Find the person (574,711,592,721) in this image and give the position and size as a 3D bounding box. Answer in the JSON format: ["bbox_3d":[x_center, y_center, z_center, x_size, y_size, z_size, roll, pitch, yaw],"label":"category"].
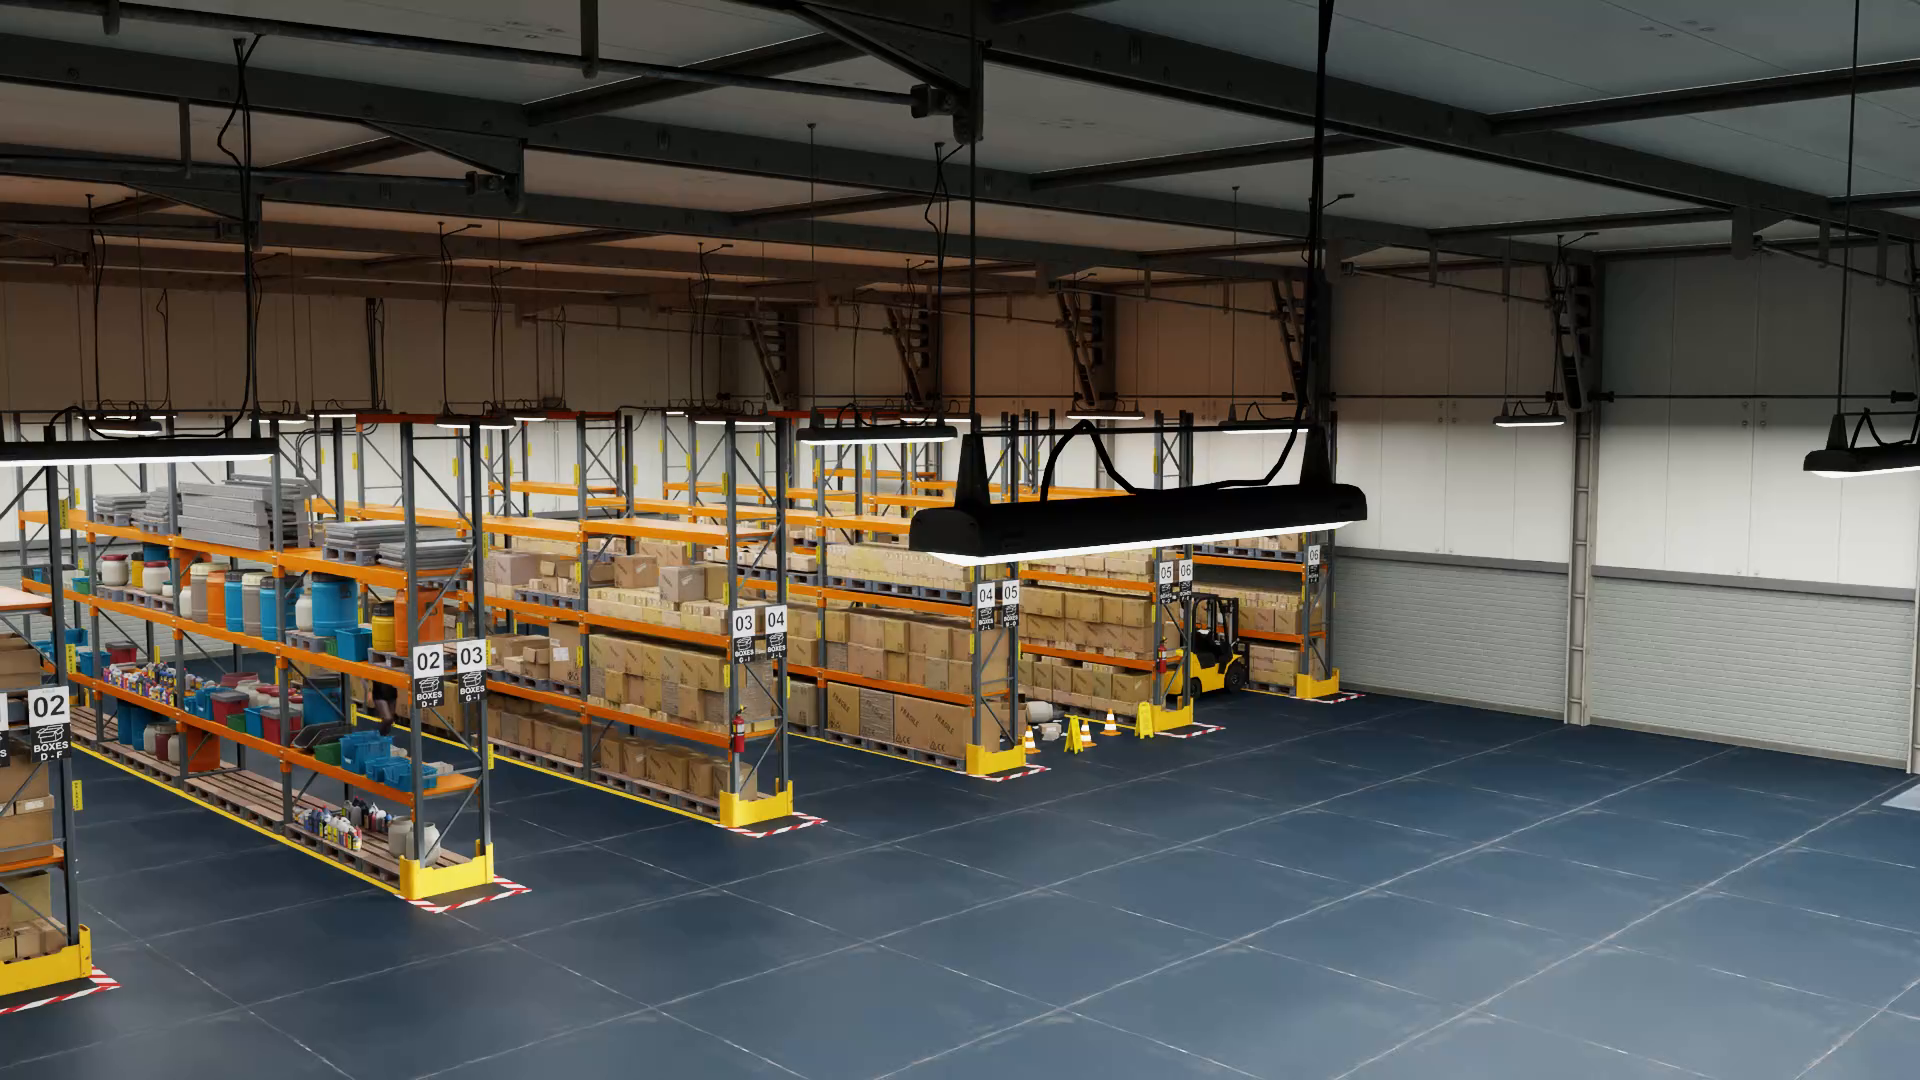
[{"bbox_3d":[-6.985,2.782,31.498,0.871,1.614,0.679,2,5,22],"label":"person"}]

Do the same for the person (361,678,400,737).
[{"bbox_3d":[-10.289,2.895,29.760,0.724,1.748,0.650,4,7,41],"label":"person"}]
